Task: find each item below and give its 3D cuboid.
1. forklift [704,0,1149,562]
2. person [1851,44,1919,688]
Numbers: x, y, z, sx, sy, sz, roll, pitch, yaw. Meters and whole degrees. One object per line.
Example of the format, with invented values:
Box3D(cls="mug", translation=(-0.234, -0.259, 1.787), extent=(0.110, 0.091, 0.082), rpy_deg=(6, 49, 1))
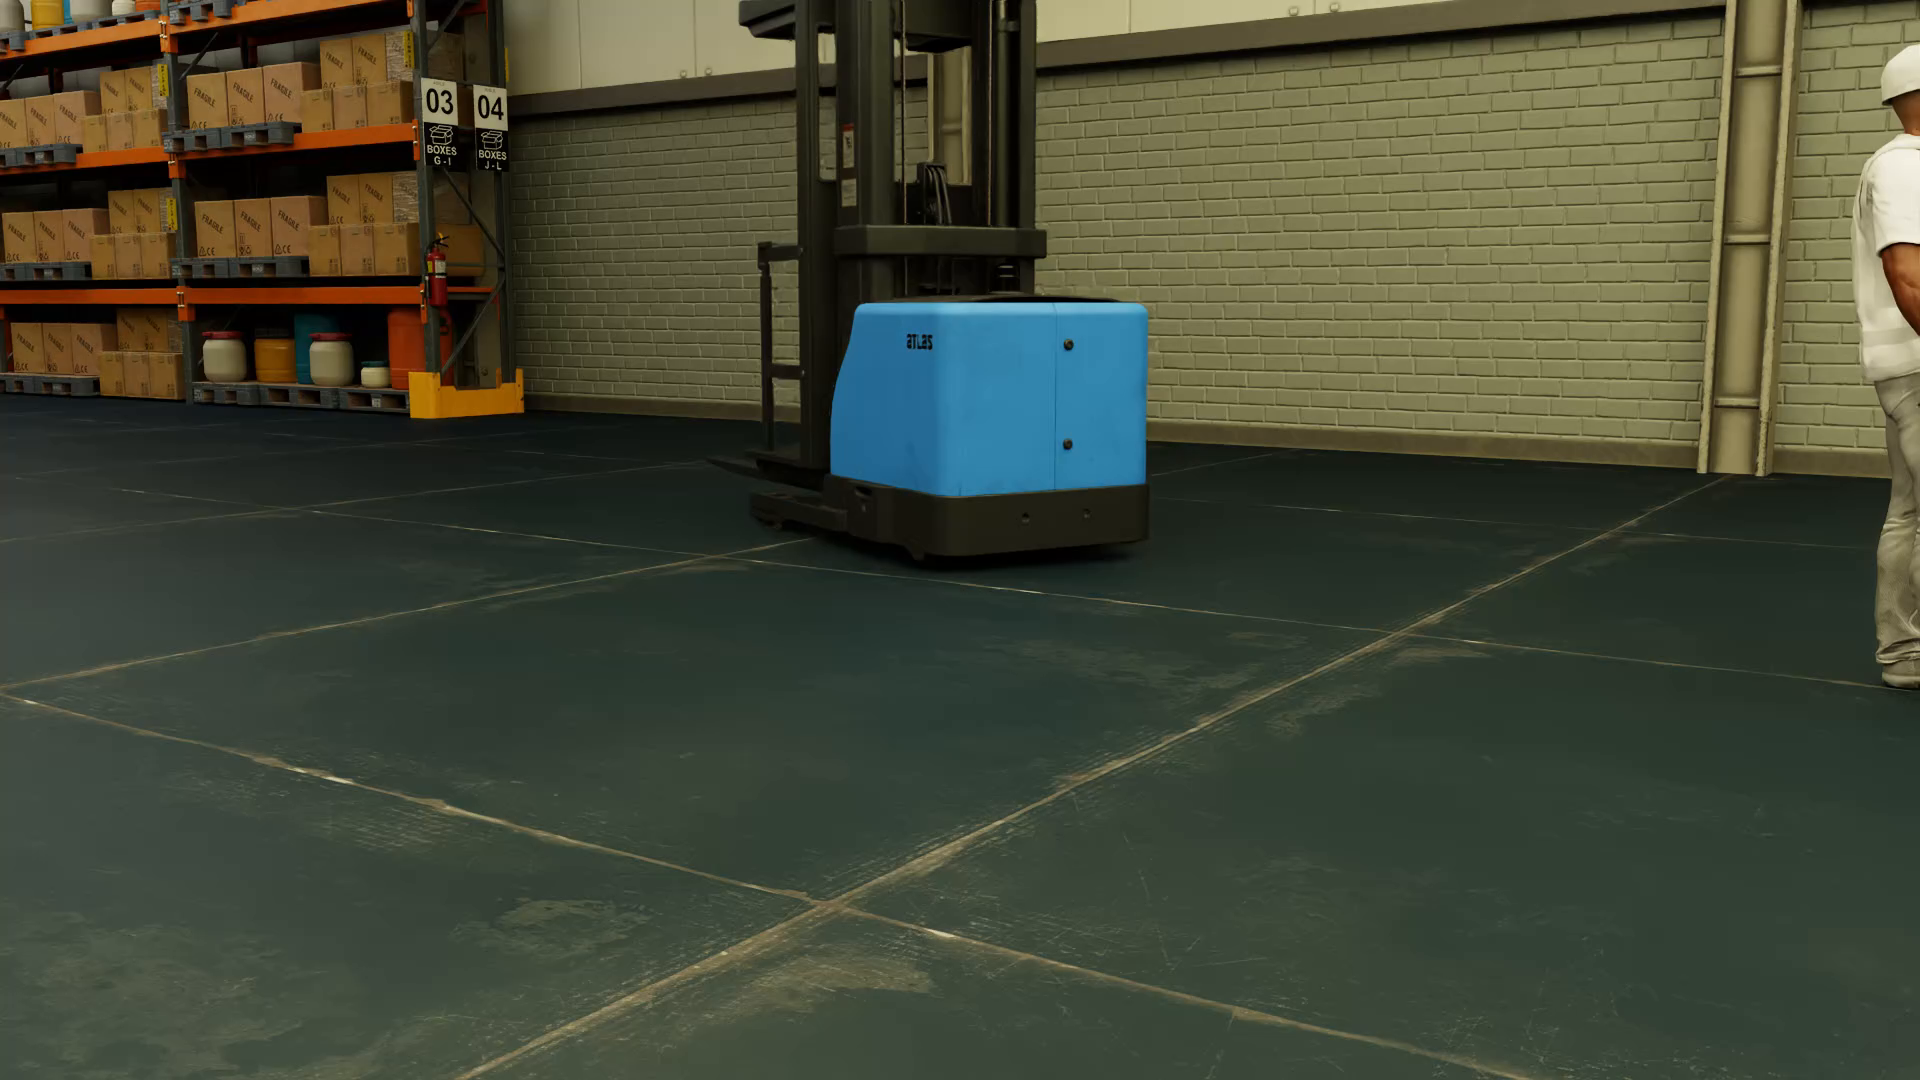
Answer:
Box3D(cls="forklift", translation=(-0.371, -1.529, 7.947), extent=(1.130, 2.935, 3.031), rpy_deg=(-5, 9, -30))
Box3D(cls="person", translation=(2.716, -0.460, 4.516), extent=(0.576, 1.766, 0.665), rpy_deg=(4, 9, 27))
